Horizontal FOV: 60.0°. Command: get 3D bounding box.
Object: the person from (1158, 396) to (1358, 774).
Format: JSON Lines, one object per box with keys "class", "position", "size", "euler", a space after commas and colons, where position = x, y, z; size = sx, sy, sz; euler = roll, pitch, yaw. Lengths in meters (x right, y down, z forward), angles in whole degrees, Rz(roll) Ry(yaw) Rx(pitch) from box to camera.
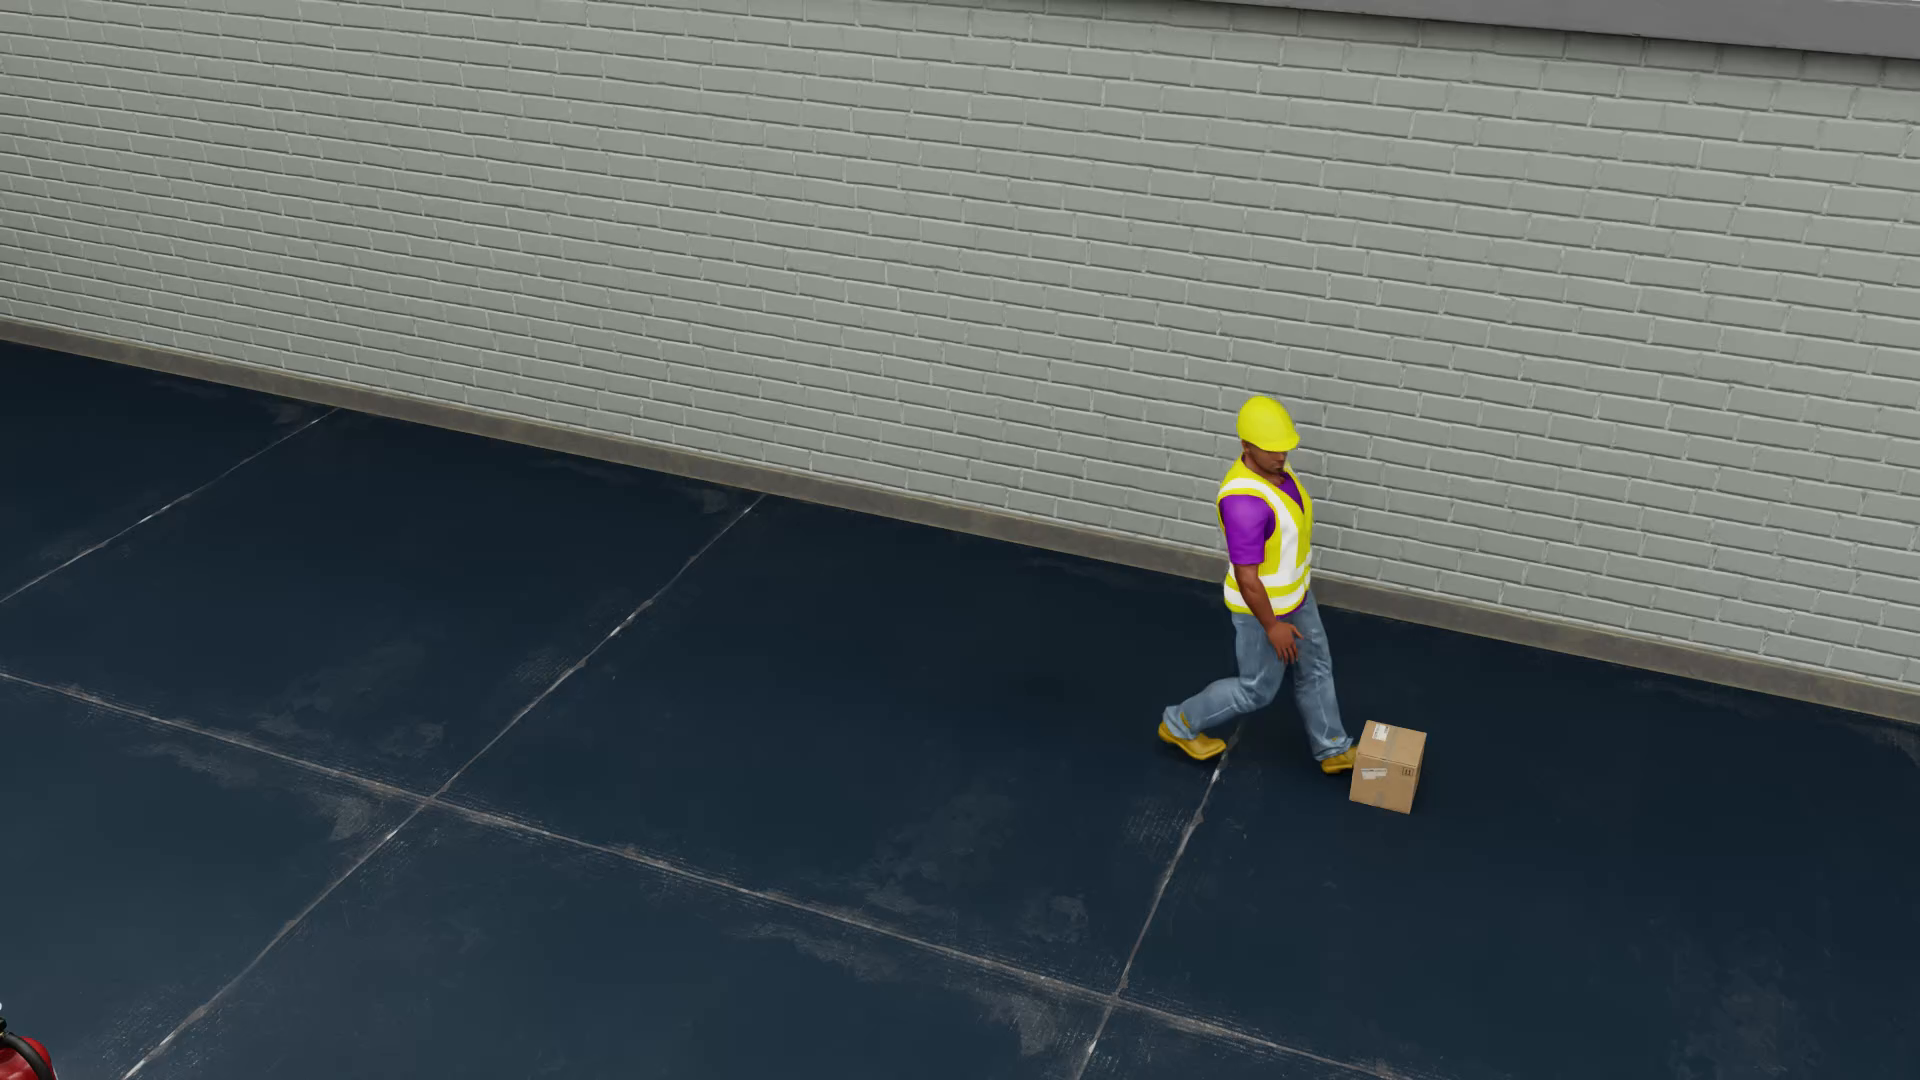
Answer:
{"class": "person", "position": [1.335, 0.237, 6.728], "size": [0.969, 1.716, 0.596], "euler": [13, 32, 21]}
